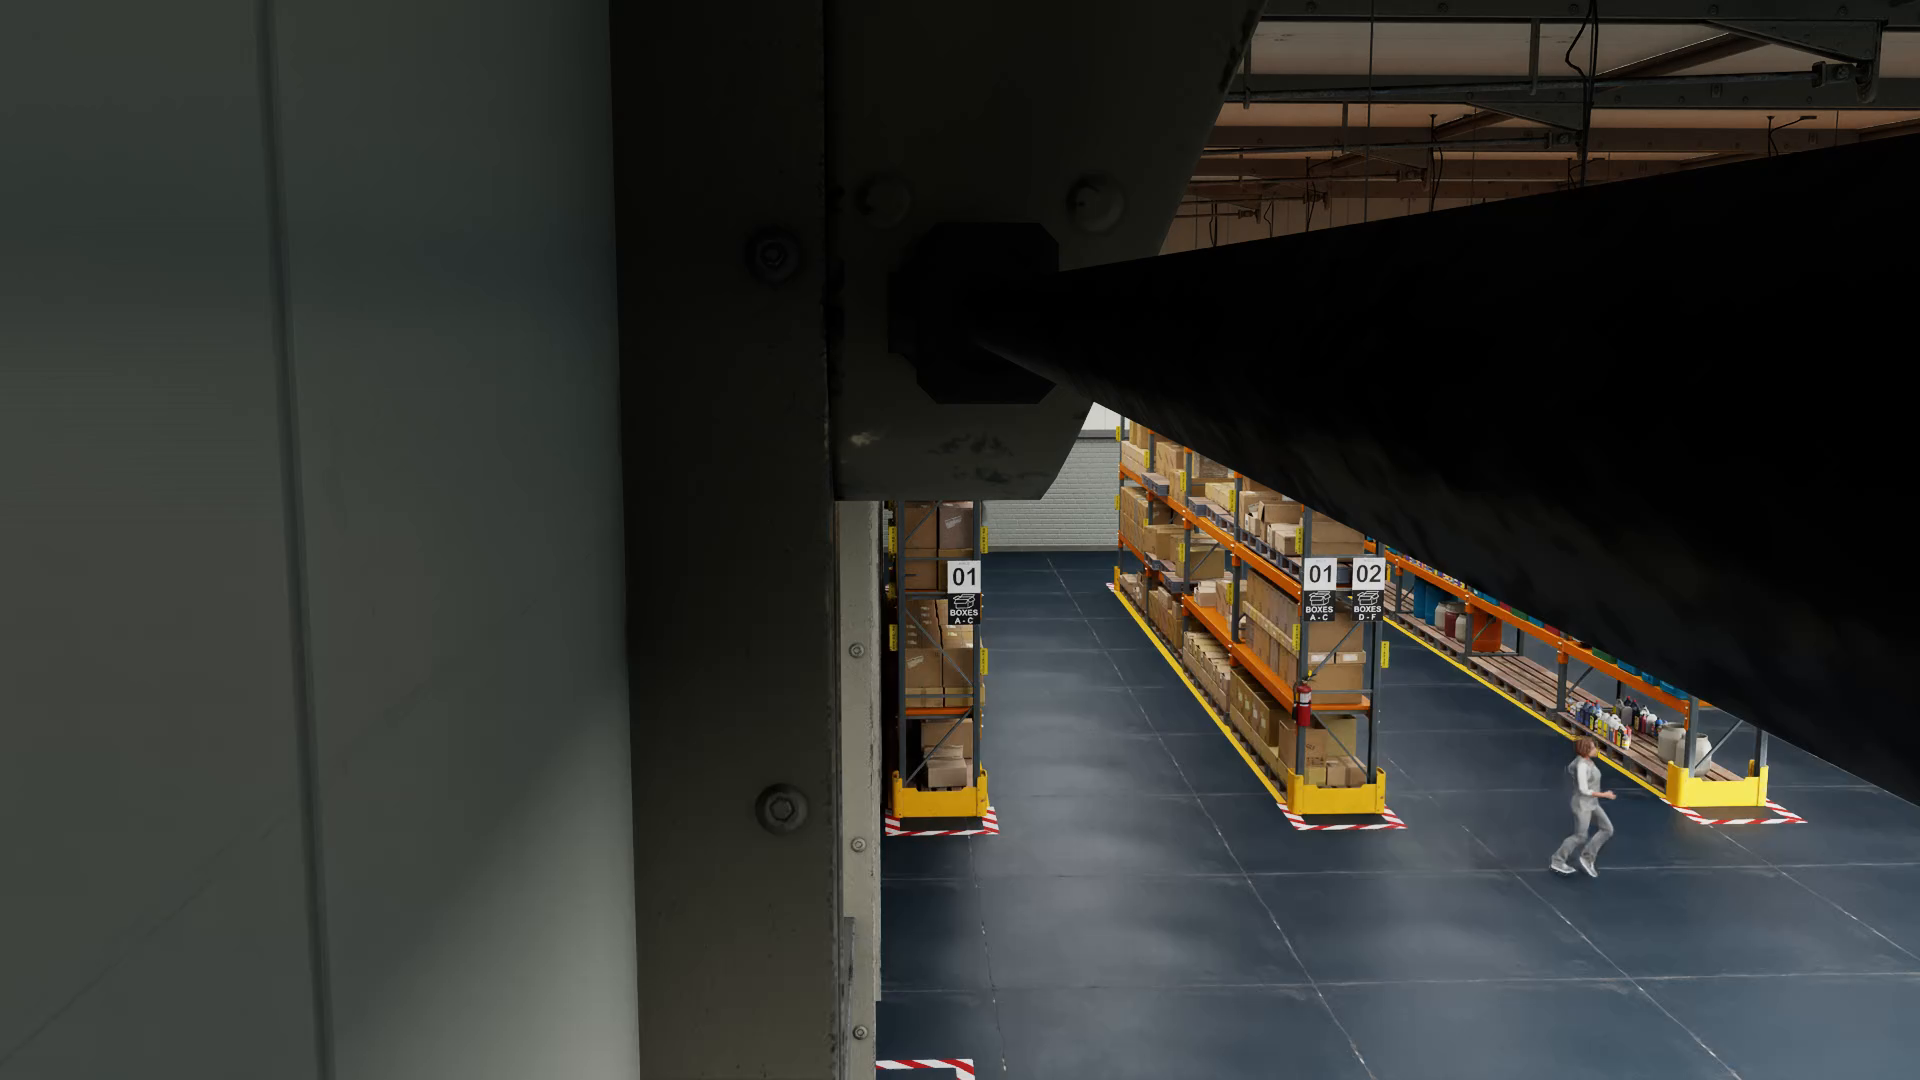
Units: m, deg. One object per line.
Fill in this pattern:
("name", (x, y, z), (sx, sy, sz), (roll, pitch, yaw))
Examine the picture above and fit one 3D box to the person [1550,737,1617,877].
("person", (6.882, 2.938, 18.302), (0.661, 1.585, 0.548), (5, 10, 30))
